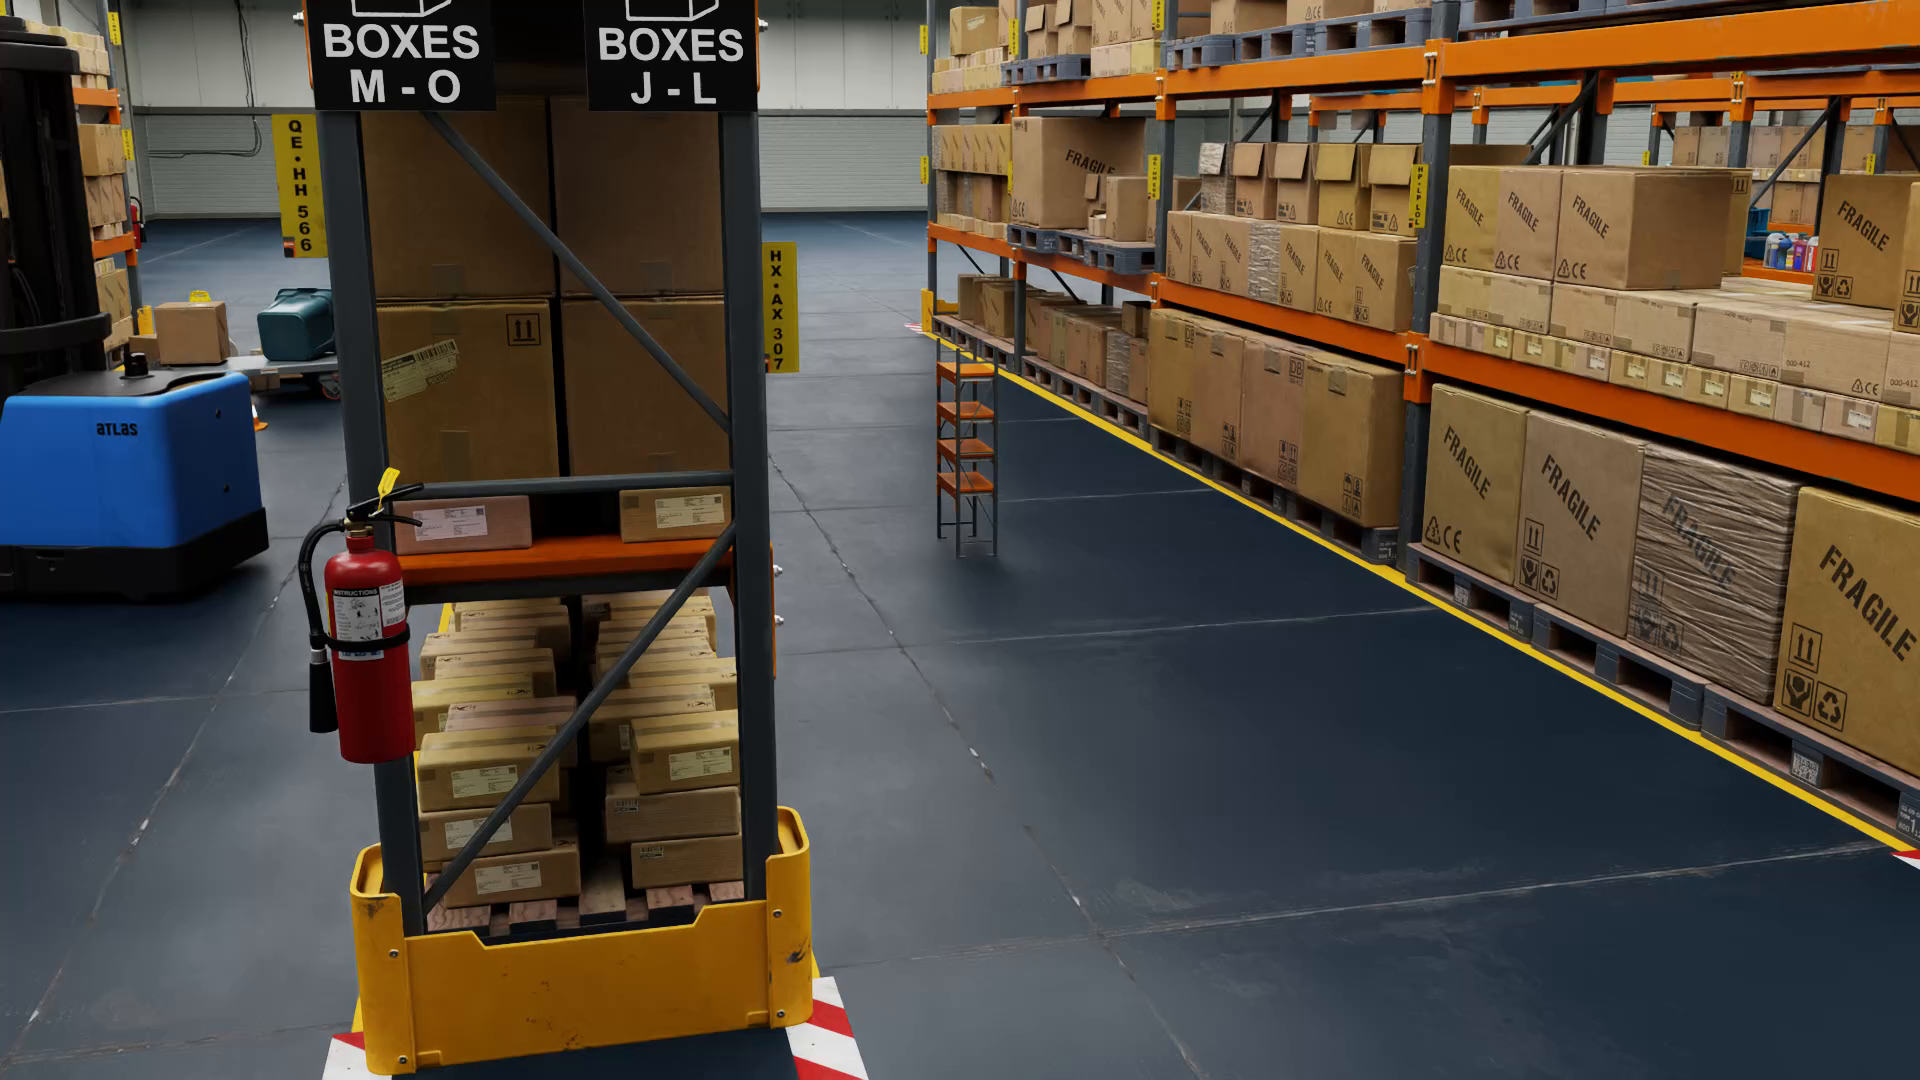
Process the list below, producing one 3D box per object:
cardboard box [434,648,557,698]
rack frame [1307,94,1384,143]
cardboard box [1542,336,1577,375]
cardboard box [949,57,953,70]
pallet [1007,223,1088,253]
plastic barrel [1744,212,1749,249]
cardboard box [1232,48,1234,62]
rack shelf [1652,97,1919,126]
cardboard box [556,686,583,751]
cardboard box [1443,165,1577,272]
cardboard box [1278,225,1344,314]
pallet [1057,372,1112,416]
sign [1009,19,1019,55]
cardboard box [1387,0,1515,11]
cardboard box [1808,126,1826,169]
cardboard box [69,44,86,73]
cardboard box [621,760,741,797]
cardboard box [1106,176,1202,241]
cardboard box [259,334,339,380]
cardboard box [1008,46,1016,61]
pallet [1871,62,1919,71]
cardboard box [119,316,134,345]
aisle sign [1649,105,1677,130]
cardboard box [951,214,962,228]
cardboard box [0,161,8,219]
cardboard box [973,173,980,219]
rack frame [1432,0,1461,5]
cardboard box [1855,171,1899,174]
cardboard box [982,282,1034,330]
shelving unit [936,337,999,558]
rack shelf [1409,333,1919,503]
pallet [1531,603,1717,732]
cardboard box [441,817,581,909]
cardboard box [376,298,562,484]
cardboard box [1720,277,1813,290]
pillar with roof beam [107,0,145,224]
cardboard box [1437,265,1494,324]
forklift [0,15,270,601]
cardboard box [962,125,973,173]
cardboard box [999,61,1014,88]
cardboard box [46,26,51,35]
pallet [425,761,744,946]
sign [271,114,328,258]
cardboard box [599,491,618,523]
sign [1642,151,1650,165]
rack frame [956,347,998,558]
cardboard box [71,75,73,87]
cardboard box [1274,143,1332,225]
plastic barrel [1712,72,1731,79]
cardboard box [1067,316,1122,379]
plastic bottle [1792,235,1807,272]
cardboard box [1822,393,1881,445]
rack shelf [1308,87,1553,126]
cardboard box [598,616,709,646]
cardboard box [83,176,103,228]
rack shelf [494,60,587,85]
[{"bbox_3d":[-1.540,0.478,5.520,0.380,0.149,0.250,-4,14,-15],"label":"cardboard box"},{"bbox_3d":[4.919,-4.349,21.410,1.000,3.000,0.127,-3,14,-13],"label":"rack frame"},{"bbox_3d":[2.917,-0.855,7.637,0.380,0.149,0.250,-3,14,-14],"label":"cardboard box"},{"bbox_3d":[0.085,-5.392,18.831,0.380,0.149,0.250,-3,14,-11],"label":"cardboard box"},{"bbox_3d":[1.082,-2.873,15.771,1.003,0.211,1.213,-3,14,-13],"label":"pallet"},{"bbox_3d":[6.394,-2.660,14.209,0.600,0.536,0.708,-3,14,-13],"label":"plastic barrel"},{"bbox_3d":[2.120,-3.735,12.889,0.500,0.250,0.500,-3,14,-12],"label":"cardboard box"},{"bbox_3d":[10.204,-5.271,20.377,1.077,0.370,4.000,-3,14,-13],"label":"rack shelf"},{"bbox_3d":[-1.471,0.614,5.590,0.380,0.149,0.250,-3,14,-14],"label":"cardboard box"},{"bbox_3d":[2.787,-1.616,8.332,0.500,0.500,0.500,-3,14,-13],"label":"cardboard box"},{"bbox_3d":[2.309,-1.681,10.277,0.500,0.500,0.500,-3,14,-14],"label":"cardboard box"},{"bbox_3d":[1.518,-1.335,14.945,1.003,0.211,1.213,-3,14,-13],"label":"pallet"},{"bbox_3d":[0.518,-4.827,15.954,0.100,0.325,0.005,-3,14,-13],"label":"sign"},{"bbox_3d":[2.777,-3.148,9.076,0.700,0.500,0.500,-3,14,-12],"label":"cardboard box"},{"bbox_3d":[10.444,-4.599,19.488,0.700,0.500,0.500,-3,14,-13],"label":"cardboard box"},{"bbox_3d":[-8.903,-4.711,16.260,0.500,0.250,0.500,-3,14,-12],"label":"cardboard box"},{"bbox_3d":[-0.866,0.706,5.213,0.380,0.149,0.250,-3,14,-13],"label":"cardboard box"},{"bbox_3d":[1.589,-2.726,13.669,0.700,0.500,0.500,-1,14,-5],"label":"cardboard box"},{"bbox_3d":[-6.427,-1.895,16.337,0.797,0.637,0.503,-3,14,-13],"label":"cardboard box"},{"bbox_3d":[0.687,-4.787,16.358,0.380,0.149,0.250,-3,14,-11],"label":"cardboard box"},{"bbox_3d":[7.189,-3.383,11.533,1.003,0.211,1.213,-3,14,-13],"label":"pallet"},{"bbox_3d":[-9.071,-2.212,17.571,0.500,0.250,0.500,-3,14,-13],"label":"cardboard box"},{"bbox_3d":[9.422,-5.886,22.220,0.394,0.787,0.004,-3,14,-13],"label":"aisle sign"},{"bbox_3d":[0.103,-3.699,19.275,0.380,0.149,0.250,-3,14,-13],"label":"cardboard box"},{"bbox_3d":[-8.257,-2.902,13.761,0.500,0.500,0.500,-4,14,-14],"label":"cardboard box"},{"bbox_3d":[0.623,-3.796,18.306,0.875,0.500,0.500,-3,14,-13],"label":"cardboard box"},{"bbox_3d":[2.923,-4.219,8.237,1.000,3.000,0.127,-3,14,-13],"label":"rack frame"},{"bbox_3d":[10.402,-4.116,18.878,0.380,0.149,0.250,-3,14,-13],"label":"cardboard box"},{"bbox_3d":[0.537,-2.637,18.781,0.500,0.500,0.500,-2,14,-8],"label":"cardboard box"},{"bbox_3d":[0.039,-0.545,9.628,0.258,1.200,0.503,-3,14,-13],"label":"shelving unit"},{"bbox_3d":[3.393,-0.494,7.146,1.077,0.370,4.000,-3,14,-13],"label":"rack shelf"},{"bbox_3d":[3.315,0.511,7.390,1.003,0.211,1.213,-3,14,-13],"label":"pallet"},{"bbox_3d":[-1.309,0.942,4.873,0.380,0.149,0.250,-3,14,-12],"label":"cardboard box"},{"bbox_3d":[-1.338,-0.412,4.454,0.500,0.500,0.500,-3,14,-12],"label":"cardboard box"},{"bbox_3d":[3.526,-1.053,7.604,0.500,0.250,0.500,-3,14,-12],"label":"cardboard box"},{"bbox_3d":[-17.926,-13.108,44.618,9.100,9.000,0.400,-3,14,-13],"label":"pillar with roof beam"},{"bbox_3d":[2.779,-1.254,8.428,0.500,0.250,0.500,-4,14,-14],"label":"cardboard box"},{"bbox_3d":[-5.459,-1.229,8.780,3.031,2.935,1.130,1,14,4],"label":"forklift"},{"bbox_3d":[0.322,-4.264,18.116,0.500,0.500,0.500,-3,14,-13],"label":"cardboard box"},{"bbox_3d":[0.683,-4.626,16.535,0.500,0.250,0.500,-3,14,-11],"label":"cardboard box"},{"bbox_3d":[-8.791,-4.766,15.642,0.380,0.149,0.250,-3,14,-12],"label":"cardboard box"},{"bbox_3d":[-1.157,1.018,5.313,1.003,0.211,1.213,-3,14,-13],"label":"pallet"},{"bbox_3d":[-1.527,-0.819,3.853,0.100,0.325,0.005,-3,14,-13],"label":"sign"},{"bbox_3d":[-0.840,-0.157,4.777,0.380,0.149,0.250,-3,14,-11],"label":"cardboard box"},{"bbox_3d":[9.194,-5.054,22.303,0.100,0.325,0.005,-3,14,-13],"label":"sign"},{"bbox_3d":[0.096,-0.488,9.398,0.240,1.200,0.015,-3,14,-13],"label":"rack frame"},{"bbox_3d":[-8.769,-4.438,15.979,0.380,0.149,0.250,-3,14,-14],"label":"cardboard box"},{"bbox_3d":[2.454,-2.289,10.653,0.797,0.503,0.637,-3,14,-11],"label":"cardboard box"},{"bbox_3d":[6.816,-4.406,14.265,0.600,0.901,0.600,0,14,0],"label":"plastic barrel"},{"bbox_3d":[1.393,-1.767,15.180,0.700,0.500,0.500,-5,14,-18],"label":"cardboard box"},{"bbox_3d":[6.618,-2.251,13.066,0.061,0.283,0.133,-3,14,-13],"label":"plastic bottle"},{"bbox_3d":[3.338,-0.442,5.946,0.380,0.149,0.250,-3,14,-13],"label":"cardboard box"},{"bbox_3d":[5.389,-4.996,19.251,1.077,0.370,4.000,-3,14,-13],"label":"rack shelf"},{"bbox_3d":[-1.087,0.384,5.905,0.380,0.149,0.250,-3,14,-11],"label":"cardboard box"},{"bbox_3d":[-8.906,-3.373,16.575,0.500,0.500,0.500,-3,14,-13],"label":"cardboard box"},{"bbox_3d":[-2.392,-2.621,9.530,1.077,0.370,4.000,-3,14,-13],"label":"rack shelf"}]
